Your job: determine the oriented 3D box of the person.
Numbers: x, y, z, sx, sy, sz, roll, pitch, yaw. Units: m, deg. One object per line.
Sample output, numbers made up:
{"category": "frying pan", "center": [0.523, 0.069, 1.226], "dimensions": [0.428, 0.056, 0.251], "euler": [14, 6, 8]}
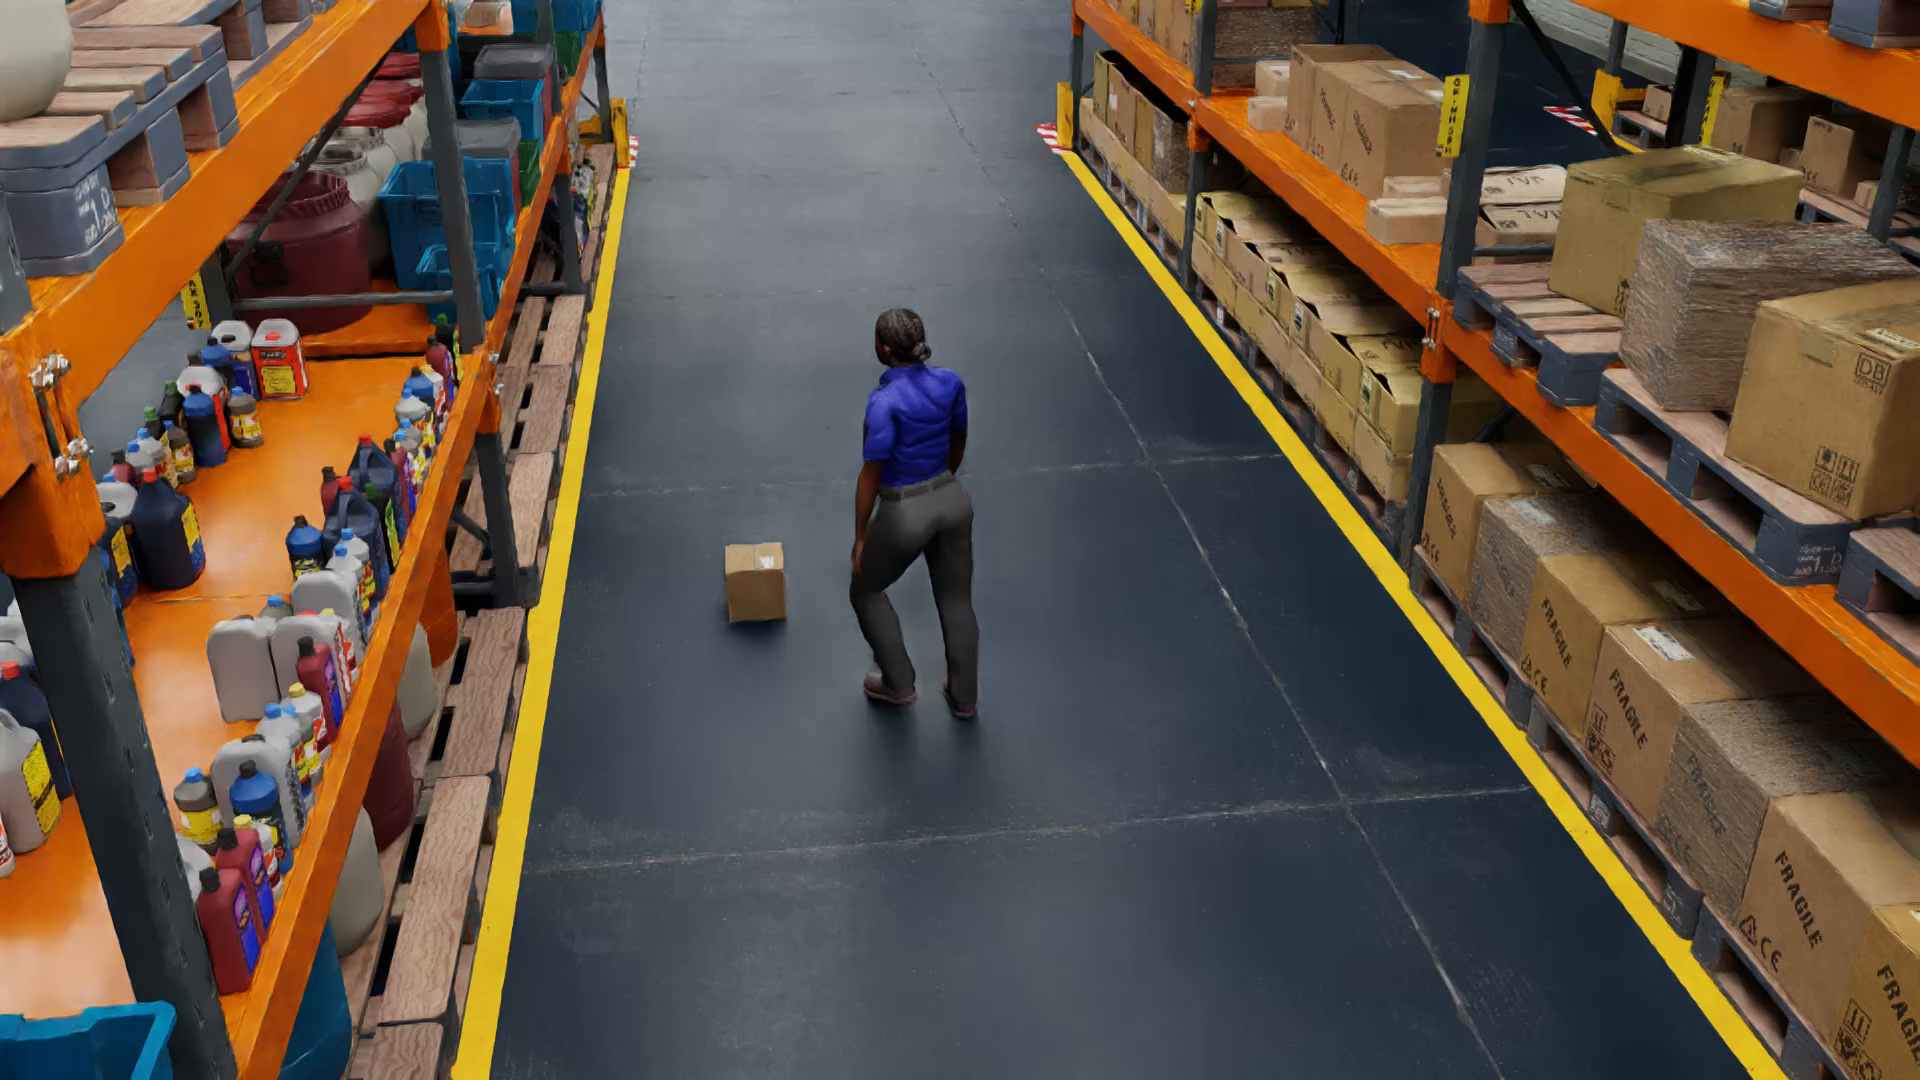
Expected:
{"category": "person", "center": [-0.180, -0.077, 6.273], "dimensions": [0.576, 1.637, 0.461], "euler": [-18, 32, -31]}
